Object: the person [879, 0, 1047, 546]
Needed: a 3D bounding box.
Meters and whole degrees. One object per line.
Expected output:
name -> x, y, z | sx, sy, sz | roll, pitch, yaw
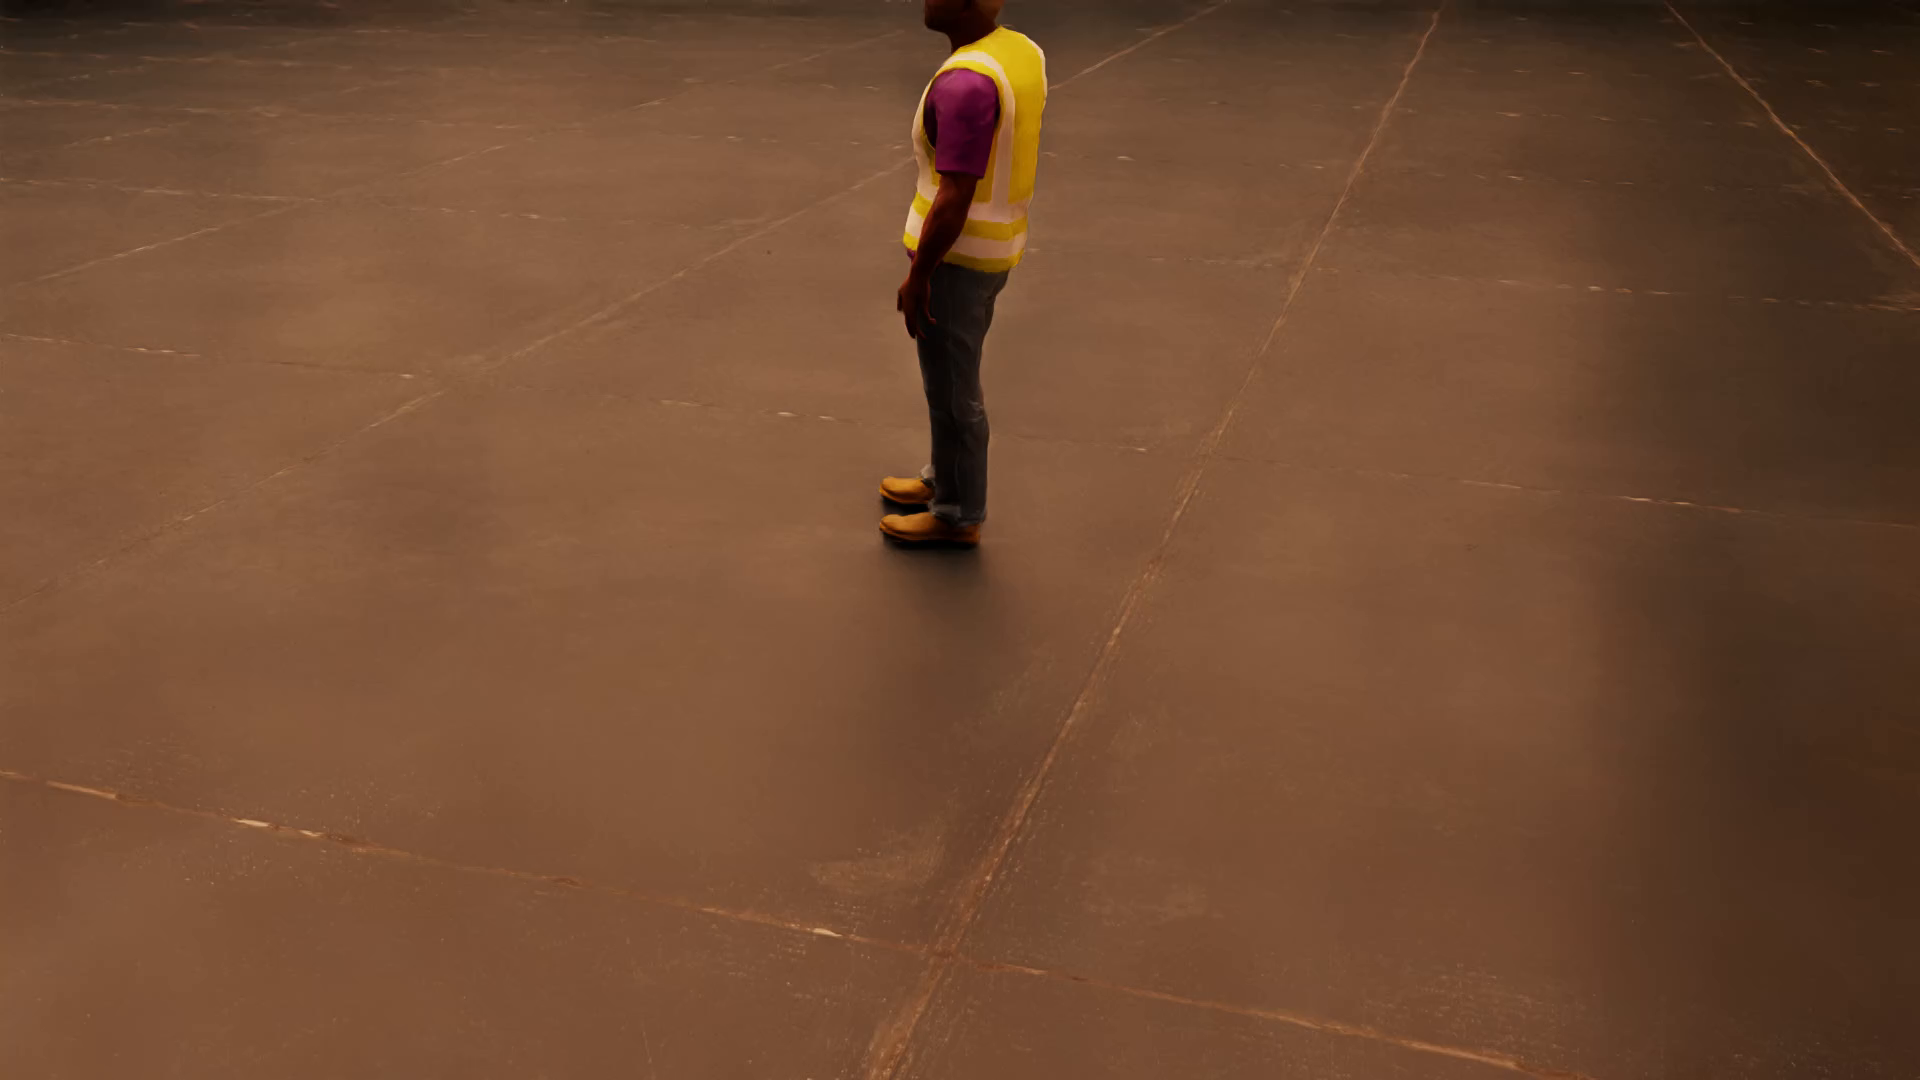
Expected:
person -> -0.065, -0.833, 4.805 | 0.576, 1.766, 0.665 | 7, 23, 16
